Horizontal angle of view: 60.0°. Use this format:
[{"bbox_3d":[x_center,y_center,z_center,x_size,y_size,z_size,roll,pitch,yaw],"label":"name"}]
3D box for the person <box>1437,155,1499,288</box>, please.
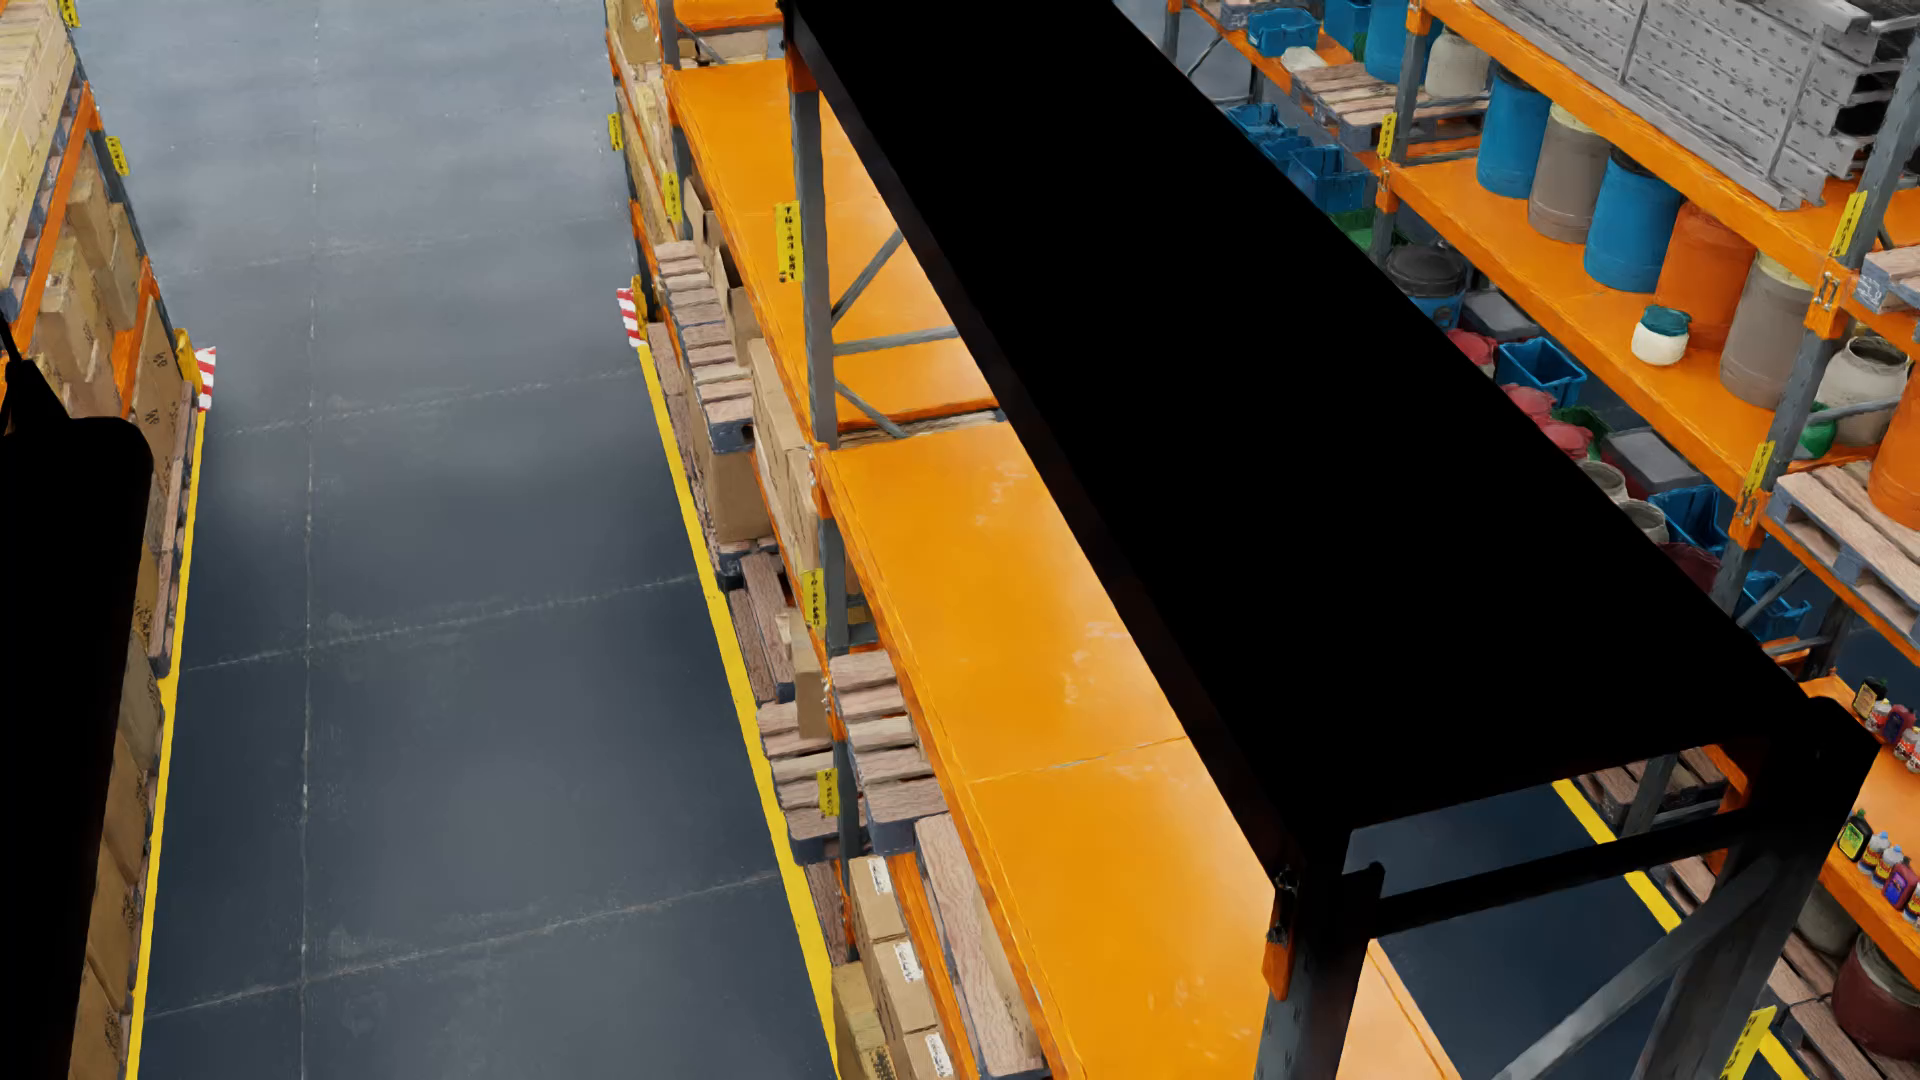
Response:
[{"bbox_3d":[4.646,-2.960,15.164,0.552,1.727,1.043,-16,41,-19],"label":"person"}]
